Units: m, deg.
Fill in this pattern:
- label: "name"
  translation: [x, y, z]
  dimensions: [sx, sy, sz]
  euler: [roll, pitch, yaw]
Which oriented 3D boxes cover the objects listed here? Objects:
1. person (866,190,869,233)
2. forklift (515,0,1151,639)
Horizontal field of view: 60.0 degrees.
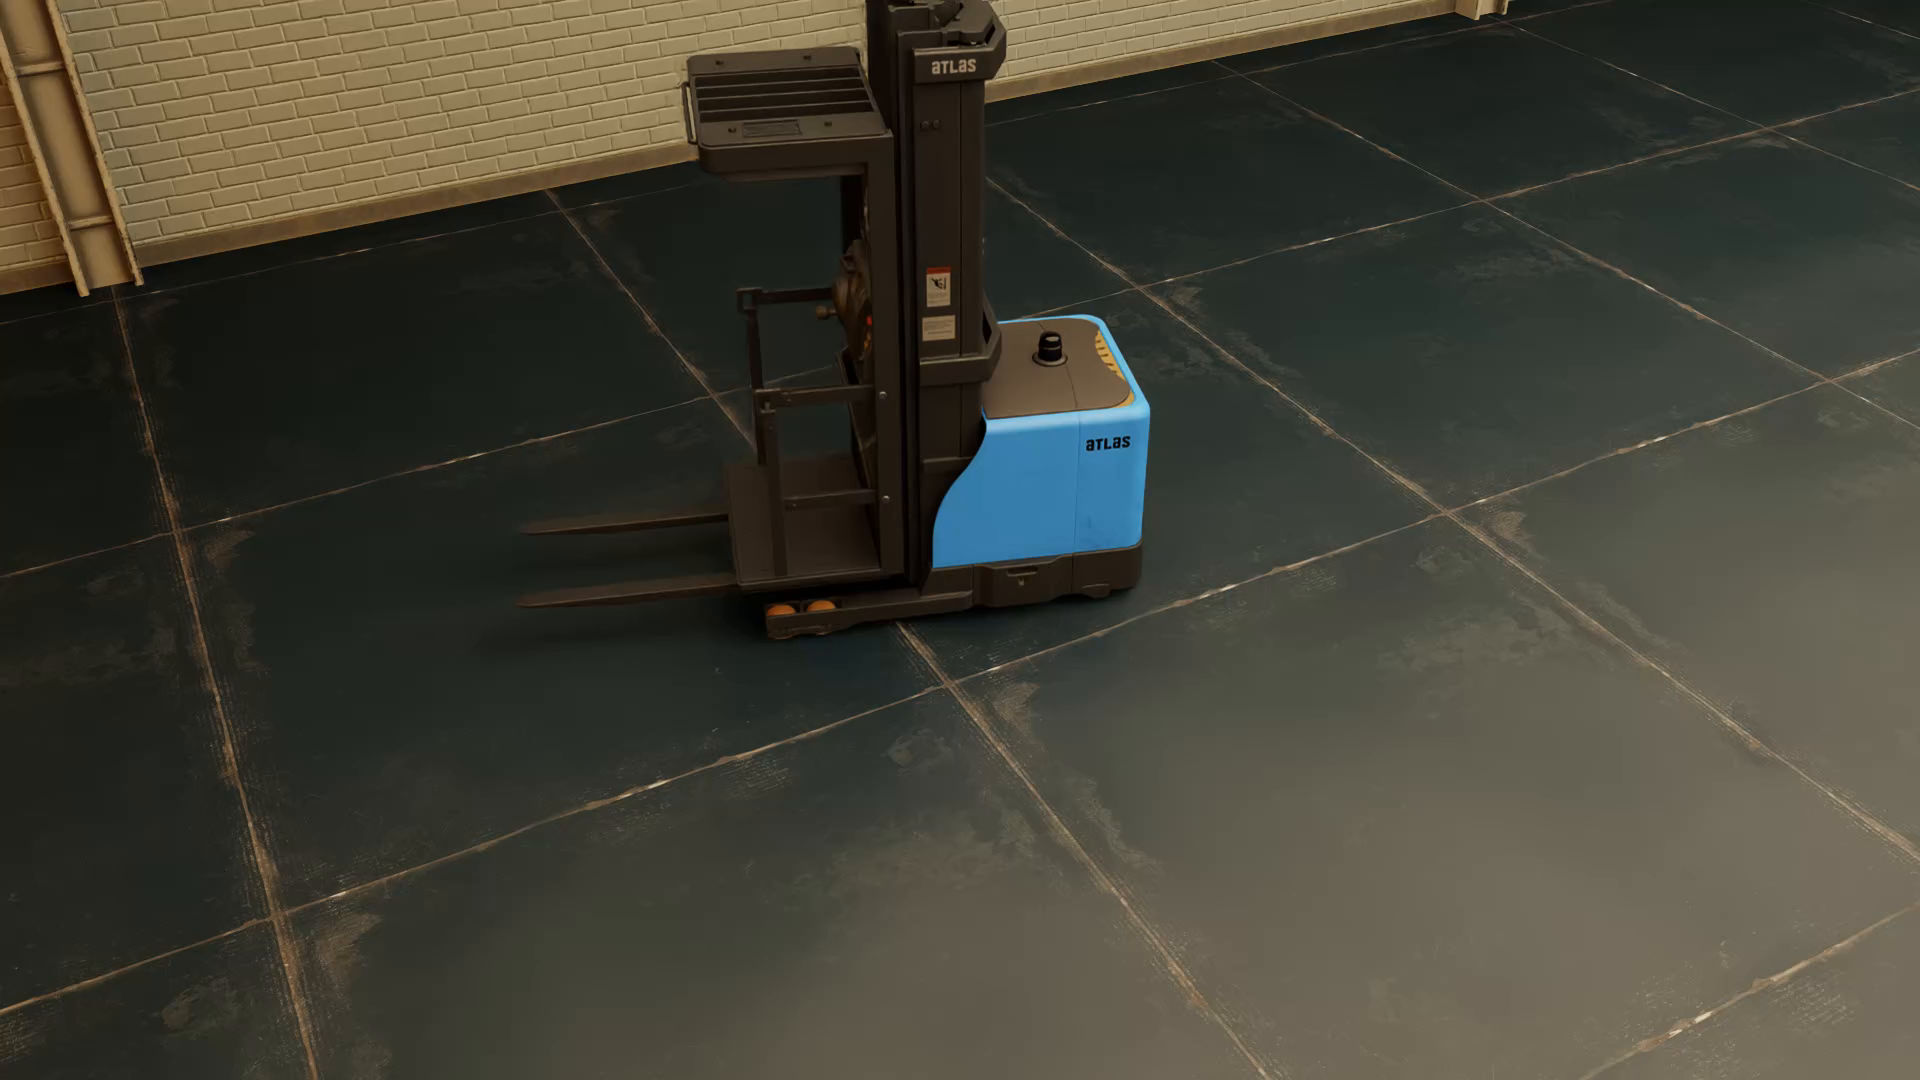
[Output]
- label: "person"
  translation: [-0.193, -1.608, 9.735]
  dimensions: [0.791, 1.440, 1.065]
  euler: [20, 40, 26]
- label: "forklift"
  translation: [-0.667, -1.051, 7.609]
  dimensions: [3.031, 2.935, 1.130]
  euler: [-6, 36, -8]
